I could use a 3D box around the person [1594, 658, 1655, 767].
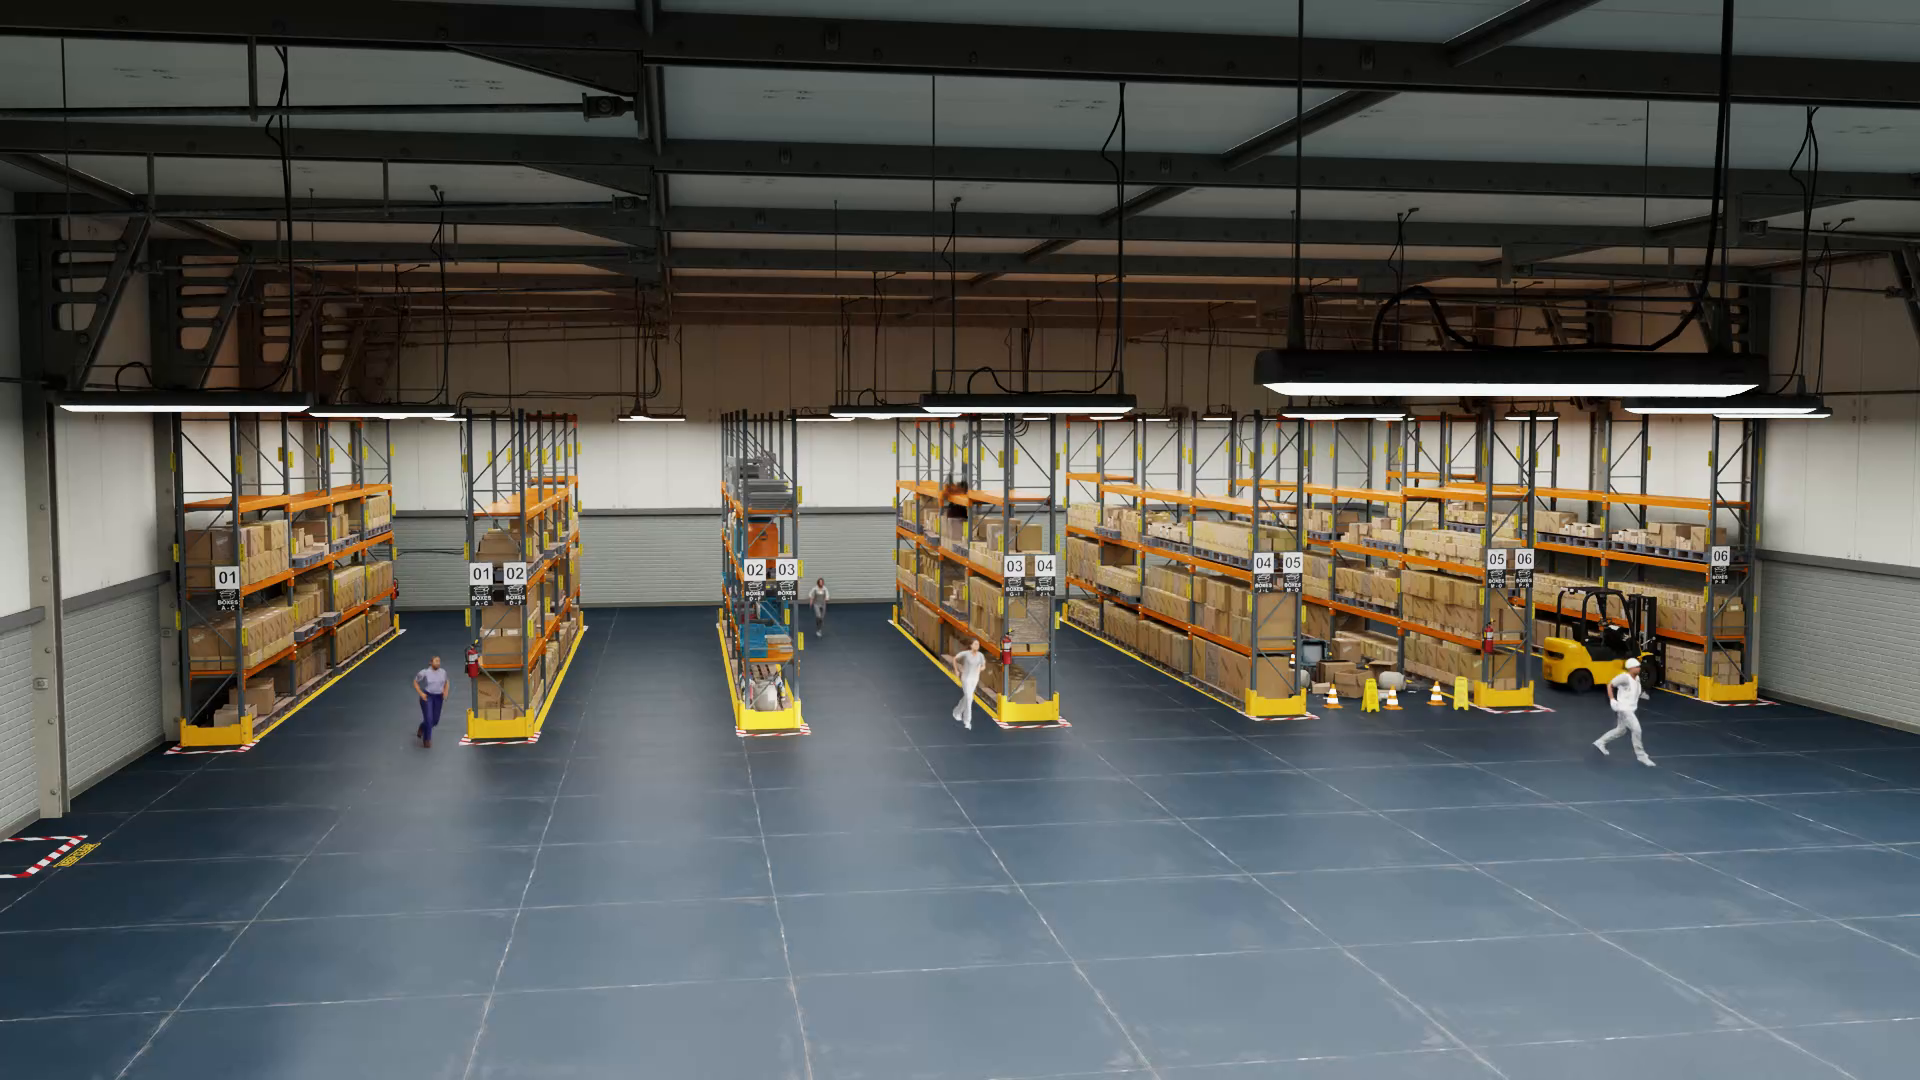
[{"bbox_3d":[11.226,2.874,28.059,1.037,1.795,0.711,4,5,42],"label":"person"}]

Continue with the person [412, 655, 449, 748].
[{"bbox_3d":[-9.468,2.862,29.806,0.672,1.609,0.687,-4,5,-43],"label":"person"}]

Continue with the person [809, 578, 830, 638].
[{"bbox_3d":[-3.752,1.818,44.552,0.499,1.616,0.761,-1,4,-20],"label":"person"}]

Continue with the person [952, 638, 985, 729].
[{"bbox_3d":[0.177,2.713,31.653,0.578,1.726,0.812,-2,5,-32],"label":"person"}]

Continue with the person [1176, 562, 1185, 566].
[{"bbox_3d":[6.685,1.395,50.377,0.607,1.667,0.607,-1,4,-8],"label":"person"}]
